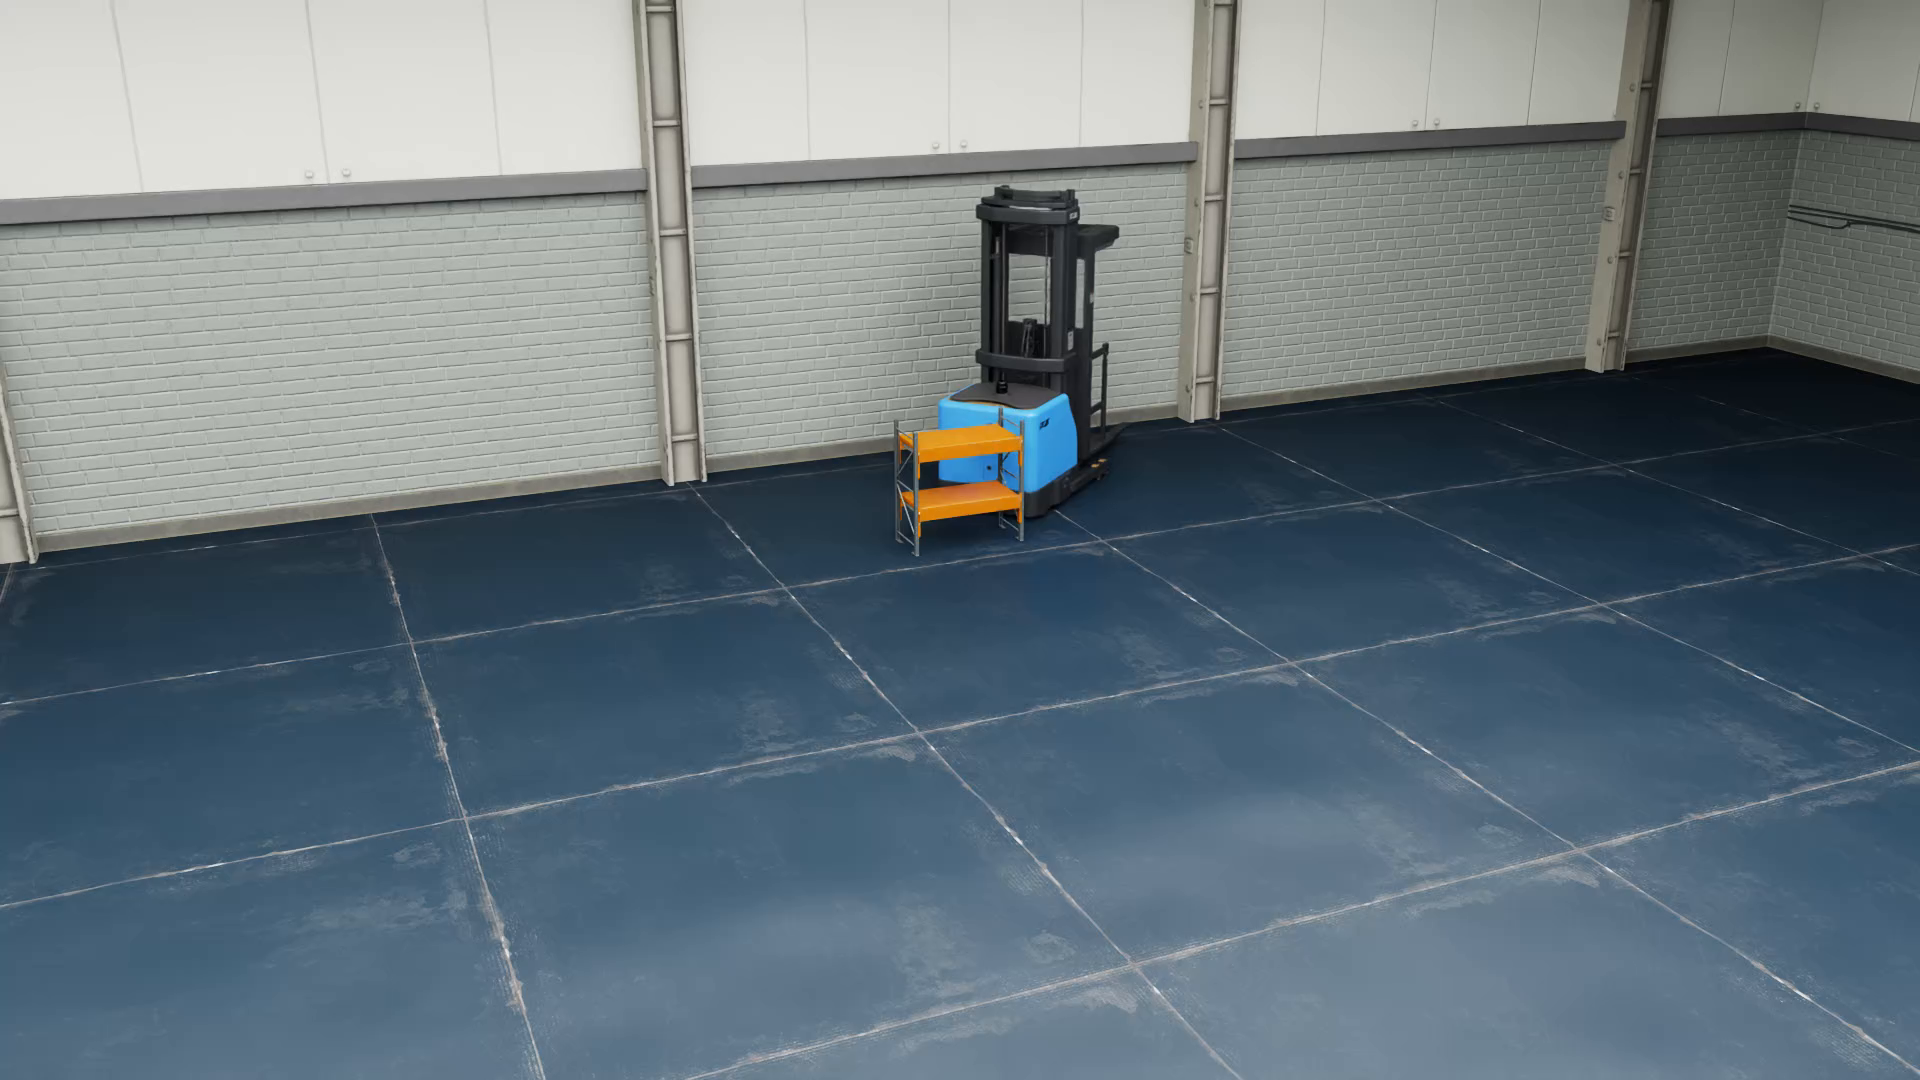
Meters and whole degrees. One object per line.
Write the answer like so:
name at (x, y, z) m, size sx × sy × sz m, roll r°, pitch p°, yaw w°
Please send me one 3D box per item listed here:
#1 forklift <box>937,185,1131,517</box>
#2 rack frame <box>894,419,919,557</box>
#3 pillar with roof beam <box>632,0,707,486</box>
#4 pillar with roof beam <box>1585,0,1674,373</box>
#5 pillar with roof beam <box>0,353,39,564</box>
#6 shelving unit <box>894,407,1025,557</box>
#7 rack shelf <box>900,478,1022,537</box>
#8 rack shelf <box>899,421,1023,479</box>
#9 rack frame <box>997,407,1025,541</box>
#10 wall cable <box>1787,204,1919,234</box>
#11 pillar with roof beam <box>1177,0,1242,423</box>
forklift at (0.883, -2.042, 16.441) m, size 1.130 × 2.935 × 3.031 m, roll 9°, pitch 21°, yaw 25°
rack frame at (-0.473, -0.463, 14.676) m, size 0.032 × 1.125 × 0.500 m, roll -8°, pitch 21°, yaw -22°
pillar with roof beam at (-1.079, -3.544, 11.571) m, size 0.400 × 9.000 × 9.100 m, roll -8°, pitch 21°, yaw -22°
pillar with roof beam at (9.940, -5.123, 16.054) m, size 0.400 × 9.000 × 9.100 m, roll -8°, pitch 21°, yaw -22°
pillar with roof beam at (-6.588, -2.755, 9.329) m, size 0.400 × 9.000 × 9.100 m, roll -8°, pitch 21°, yaw -22°
shelving unit at (-0.006, -0.530, 14.866) m, size 1.048 × 1.125 × 0.538 m, roll -8°, pitch 21°, yaw -22°
rack shelf at (-0.006, -0.299, 14.947) m, size 1.000 × 0.278 × 0.538 m, roll -8°, pitch 21°, yaw -22°
rack shelf at (-0.006, -0.806, 14.769) m, size 1.000 × 0.278 × 0.538 m, roll -8°, pitch 21°, yaw -22°
rack frame at (0.461, -0.597, 15.056) m, size 0.032 × 1.125 × 0.500 m, roll -8°, pitch 21°, yaw -22°
wall cable at (11.463, -4.955, 20.254) m, size 0.112 × 2.526 × 3.097 m, roll -8°, pitch 21°, yaw -22°
pillar with roof beam at (4.430, -4.333, 13.813) m, size 0.400 × 9.000 × 9.100 m, roll -8°, pitch 21°, yaw -22°
